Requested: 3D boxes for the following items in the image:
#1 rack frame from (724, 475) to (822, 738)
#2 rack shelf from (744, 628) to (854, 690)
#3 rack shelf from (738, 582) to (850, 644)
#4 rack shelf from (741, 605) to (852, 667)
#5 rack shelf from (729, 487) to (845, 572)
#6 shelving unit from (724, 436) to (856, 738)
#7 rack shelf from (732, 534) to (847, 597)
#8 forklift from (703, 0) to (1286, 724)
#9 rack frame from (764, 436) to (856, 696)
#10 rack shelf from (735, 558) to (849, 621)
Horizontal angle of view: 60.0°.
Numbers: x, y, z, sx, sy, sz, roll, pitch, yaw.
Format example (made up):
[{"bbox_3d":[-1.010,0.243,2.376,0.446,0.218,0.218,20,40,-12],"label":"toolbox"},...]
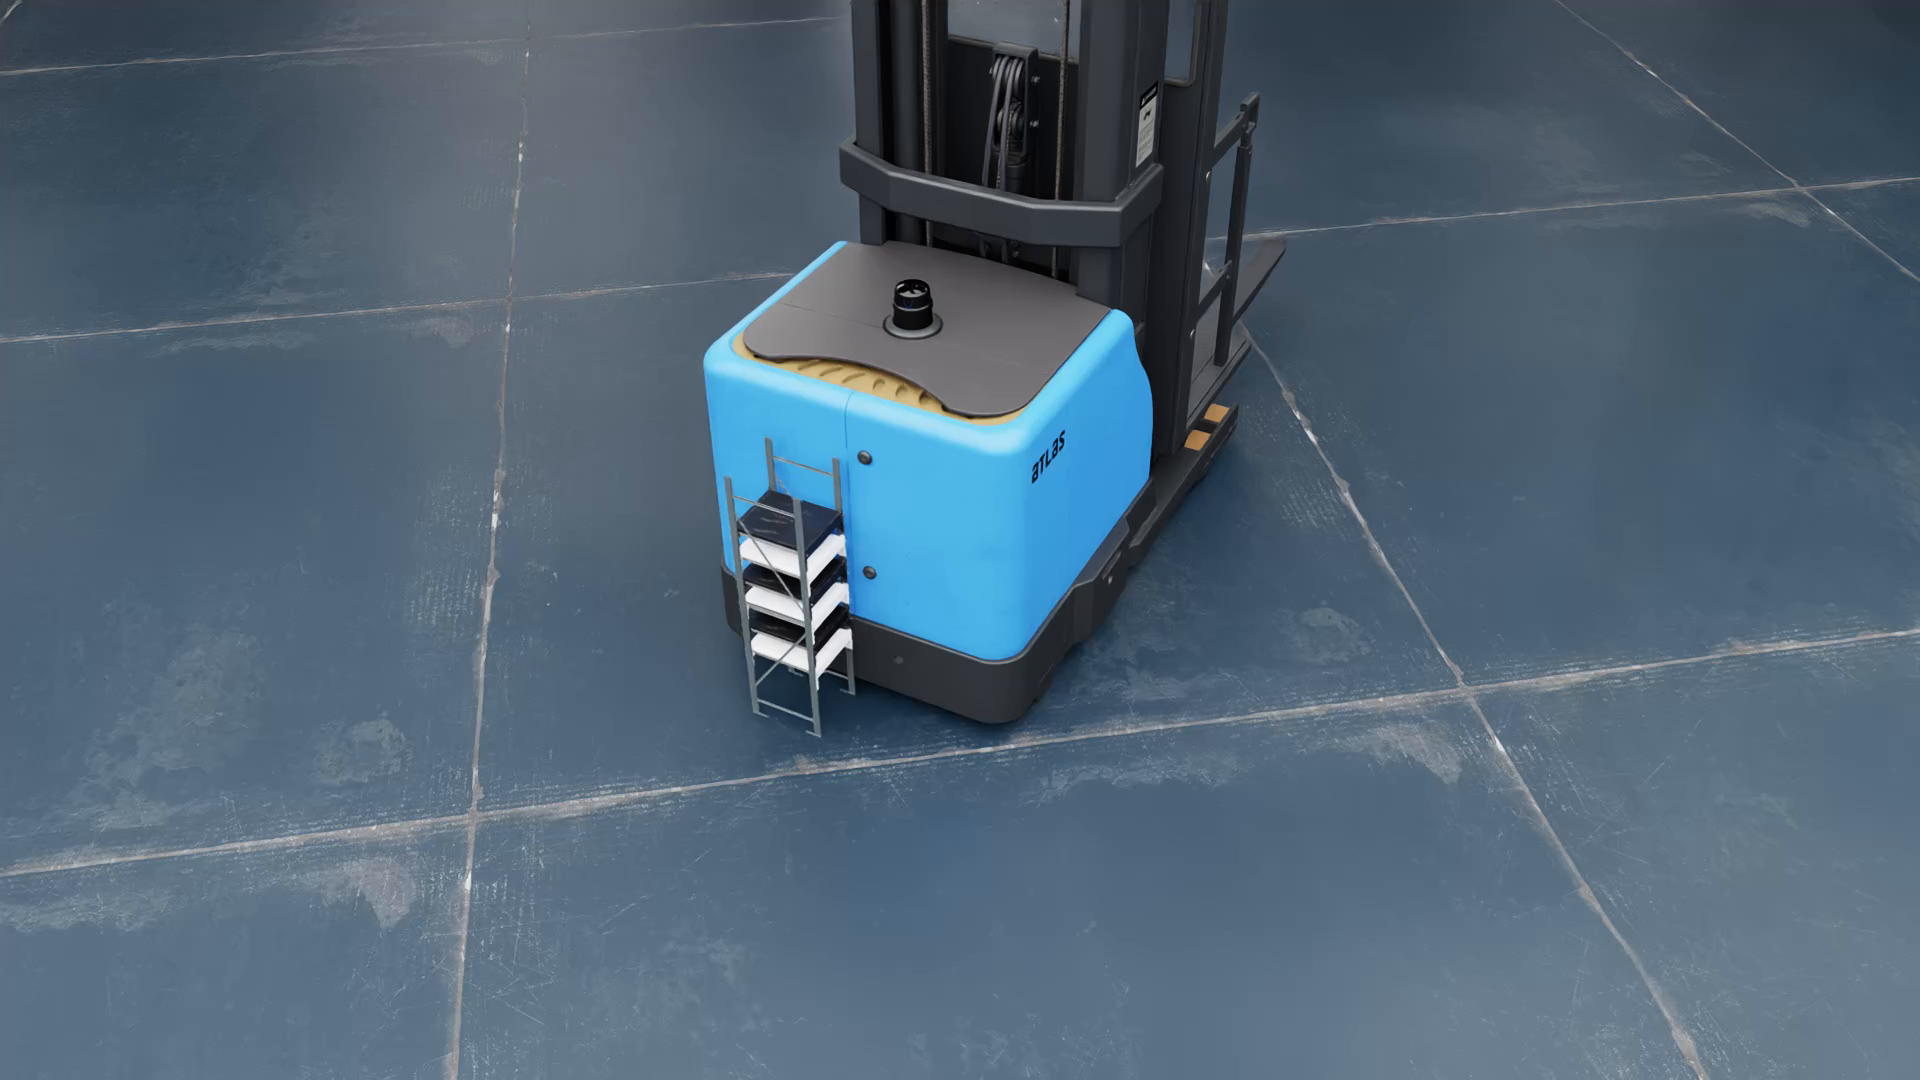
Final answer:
[{"bbox_3d":[-0.528,0.209,4.747,0.240,0.900,0.006,18,43,21],"label":"rack frame"},{"bbox_3d":[-0.479,0.318,4.951,0.258,0.077,0.200,18,43,21],"label":"rack shelf"},{"bbox_3d":[-0.481,0.178,4.838,0.258,0.077,0.200,18,43,21],"label":"rack shelf"},{"bbox_3d":[-0.480,0.248,4.895,0.258,0.077,0.200,18,43,21],"label":"rack shelf"},{"bbox_3d":[-0.484,-0.032,4.668,0.258,0.077,0.200,18,43,21],"label":"rack shelf"},{"bbox_3d":[-0.481,0.152,4.817,0.258,0.900,0.210,18,43,21],"label":"shelving unit"},{"bbox_3d":[-0.483,0.038,4.725,0.258,0.077,0.200,18,43,21],"label":"rack shelf"},{"bbox_3d":[0.379,-1.505,5.299,1.130,2.935,3.031,18,41,21],"label":"forklift"},{"bbox_3d":[-0.434,0.095,4.887,0.240,0.900,0.006,18,43,21],"label":"rack frame"},{"bbox_3d":[-0.482,0.108,4.781,0.258,0.077,0.200,18,43,21],"label":"rack shelf"}]
